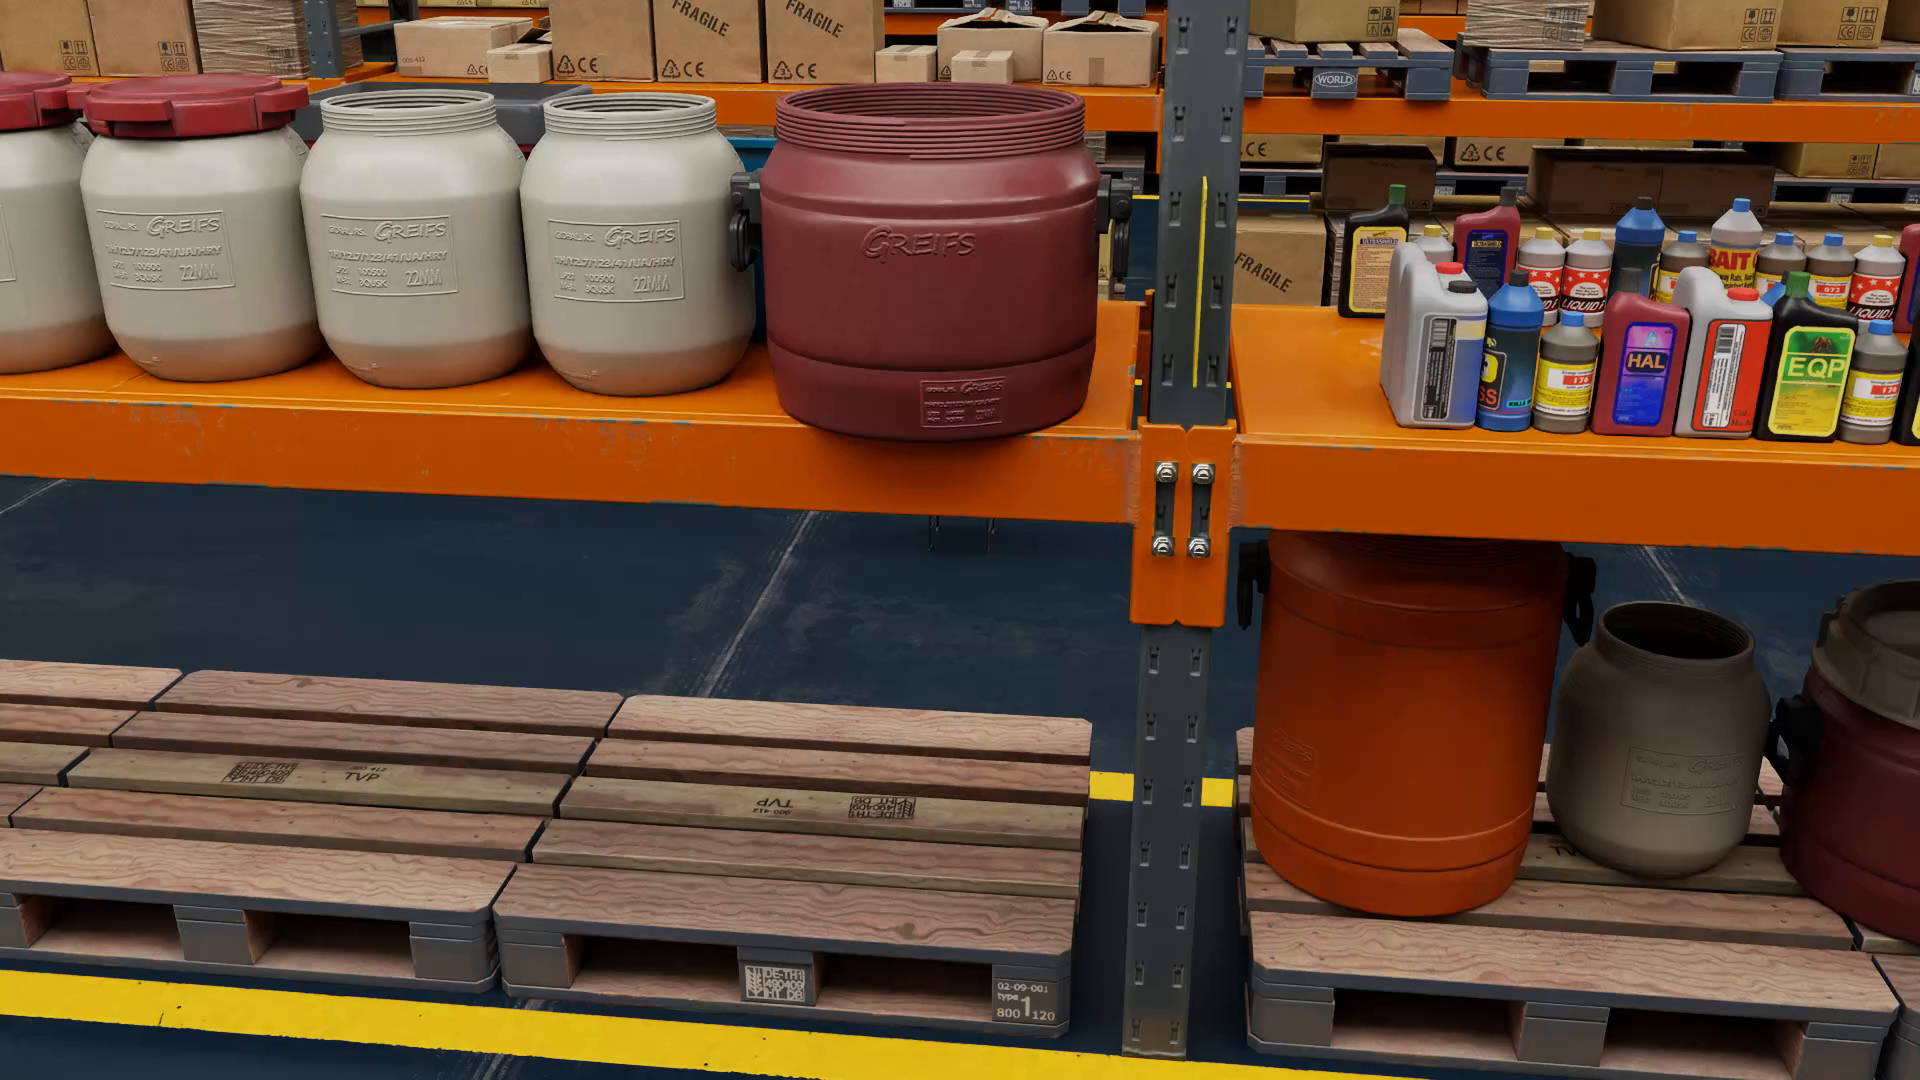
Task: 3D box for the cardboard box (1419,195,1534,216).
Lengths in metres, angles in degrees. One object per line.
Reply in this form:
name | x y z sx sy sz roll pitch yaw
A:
cardboard box | 2.502 -1.414 8.238 0.500 0.500 0.500 2 22 4

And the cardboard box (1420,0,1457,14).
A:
cardboard box | 3.435 -3.889 12.012 0.250 0.149 0.380 3 22 7

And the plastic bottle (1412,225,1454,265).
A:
plastic bottle | 1.010 -0.575 3.585 0.097 0.201 0.097 0 22 0

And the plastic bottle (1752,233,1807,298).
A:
plastic bottle | 1.722 -0.544 3.506 0.097 0.201 0.097 0 22 0

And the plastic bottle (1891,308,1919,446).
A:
plastic bottle | 1.653 -0.297 2.771 0.133 0.283 0.061 2 22 6

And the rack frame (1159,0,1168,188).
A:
rack frame | 1.611 -4.158 12.377 0.127 3.000 1.000 2 22 6

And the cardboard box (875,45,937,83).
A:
cardboard box | -0.241 -2.267 7.936 0.250 0.149 0.380 4 22 10

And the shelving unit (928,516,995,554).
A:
shelving unit | 0.008 -0.418 5.773 0.210 0.900 0.258 2 22 6

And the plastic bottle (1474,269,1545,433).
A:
plastic bottle | 0.949 -0.329 2.868 0.097 0.271 0.097 0 22 0

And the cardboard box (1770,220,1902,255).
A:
cardboard box | 3.990 -1.159 7.594 0.500 0.500 0.500 3 22 6

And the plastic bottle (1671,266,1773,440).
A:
plastic bottle | 1.296 -0.326 2.855 0.135 0.276 0.152 2 22 6

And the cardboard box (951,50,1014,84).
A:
cardboard box | 0.106 -2.170 7.692 0.250 0.149 0.380 2 22 6

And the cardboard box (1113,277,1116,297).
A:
cardboard box | 0.546 -1.396 8.559 0.500 0.250 0.500 2 22 6

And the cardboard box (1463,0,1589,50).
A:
cardboard box | 2.556 -2.496 7.465 0.500 0.500 0.700 7 23 16

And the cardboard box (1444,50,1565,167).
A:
cardboard box | 4.040 -3.199 12.303 0.750 0.750 0.750 3 22 8

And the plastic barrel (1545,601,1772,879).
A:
plastic barrel | 1.504 0.427 3.591 0.421 0.512 0.421 0 22 0

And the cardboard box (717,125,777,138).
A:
cardboard box | -1.628 -3.347 13.129 0.500 0.500 0.700 3 22 8

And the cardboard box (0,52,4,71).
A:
cardboard box | -4.913 -2.651 8.430 0.500 0.500 0.700 3 22 8

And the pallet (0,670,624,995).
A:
pallet | -1.528 0.654 3.997 1.213 0.211 1.003 2 22 6

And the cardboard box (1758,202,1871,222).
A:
cardboard box | 4.021 -1.347 8.069 0.500 0.500 0.500 3 22 7

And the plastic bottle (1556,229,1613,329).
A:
plastic bottle | 1.335 -0.561 3.549 0.097 0.201 0.097 0 22 0

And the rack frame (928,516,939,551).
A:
rack frame | -0.093 -0.423 5.785 0.006 0.900 0.240 2 22 6

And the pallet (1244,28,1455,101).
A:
pallet | 1.713 -2.256 7.828 1.003 0.211 1.213 2 22 6

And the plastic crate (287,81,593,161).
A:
plastic crate | -1.123 -0.752 3.676 0.583 0.464 0.402 2 22 6

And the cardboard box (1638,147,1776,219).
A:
cardboard box | 3.559 -1.720 7.993 0.500 0.250 0.500 3 22 6

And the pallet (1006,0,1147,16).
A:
pallet | 0.891 -4.061 12.392 1.003 0.211 1.213 2 22 6

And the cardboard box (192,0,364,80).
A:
cardboard box | -3.382 -2.586 8.264 0.500 0.500 0.700 2 22 5

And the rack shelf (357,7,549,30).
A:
rack shelf | -4.347 -4.083 13.166 4.000 0.370 1.077 2 22 6

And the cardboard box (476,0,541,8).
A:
cardboard box | -3.361 -4.205 12.673 0.500 0.250 0.500 3 22 7

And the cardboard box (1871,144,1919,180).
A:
cardboard box | 6.812 -2.925 12.087 0.500 0.500 0.700 2 22 6

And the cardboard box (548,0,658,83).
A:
cardboard box | -1.656 -2.507 8.065 0.500 0.500 0.500 4 22 10

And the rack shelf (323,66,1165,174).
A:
rack shelf | -0.954 -2.101 8.153 4.000 0.370 1.077 2 22 6

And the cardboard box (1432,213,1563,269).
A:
cardboard box | 2.468 -1.223 7.756 0.500 0.500 0.500 2 22 6

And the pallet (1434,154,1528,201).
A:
pallet | 3.593 -2.746 12.598 1.213 0.211 1.003 2 22 6

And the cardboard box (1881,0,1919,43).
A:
cardboard box | 4.560 -2.520 7.527 0.500 0.500 0.700 -5 22 -12

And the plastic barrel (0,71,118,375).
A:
plastic barrel | -1.874 -0.624 3.253 0.433 0.535 0.433 0 22 0

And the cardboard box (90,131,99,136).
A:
cardboard box | -4.357 -1.965 8.980 0.500 0.500 0.500 2 22 6

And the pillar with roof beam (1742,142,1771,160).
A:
pillar with roof beam | 5.874 -5.489 7.583 0.400 9.000 9.100 2 22 6

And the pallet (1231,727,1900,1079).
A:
pallet | 1.233 0.775 3.693 1.213 0.211 1.003 2 22 6

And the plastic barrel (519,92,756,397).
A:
plastic barrel | -0.601 -0.559 3.123 0.421 0.512 0.421 0 22 0

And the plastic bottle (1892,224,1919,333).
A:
plastic bottle | 2.032 -0.575 3.474 0.133 0.283 0.061 2 22 6

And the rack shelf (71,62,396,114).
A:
rack shelf | -4.926 -2.274 8.591 4.000 0.370 1.077 2 22 6
